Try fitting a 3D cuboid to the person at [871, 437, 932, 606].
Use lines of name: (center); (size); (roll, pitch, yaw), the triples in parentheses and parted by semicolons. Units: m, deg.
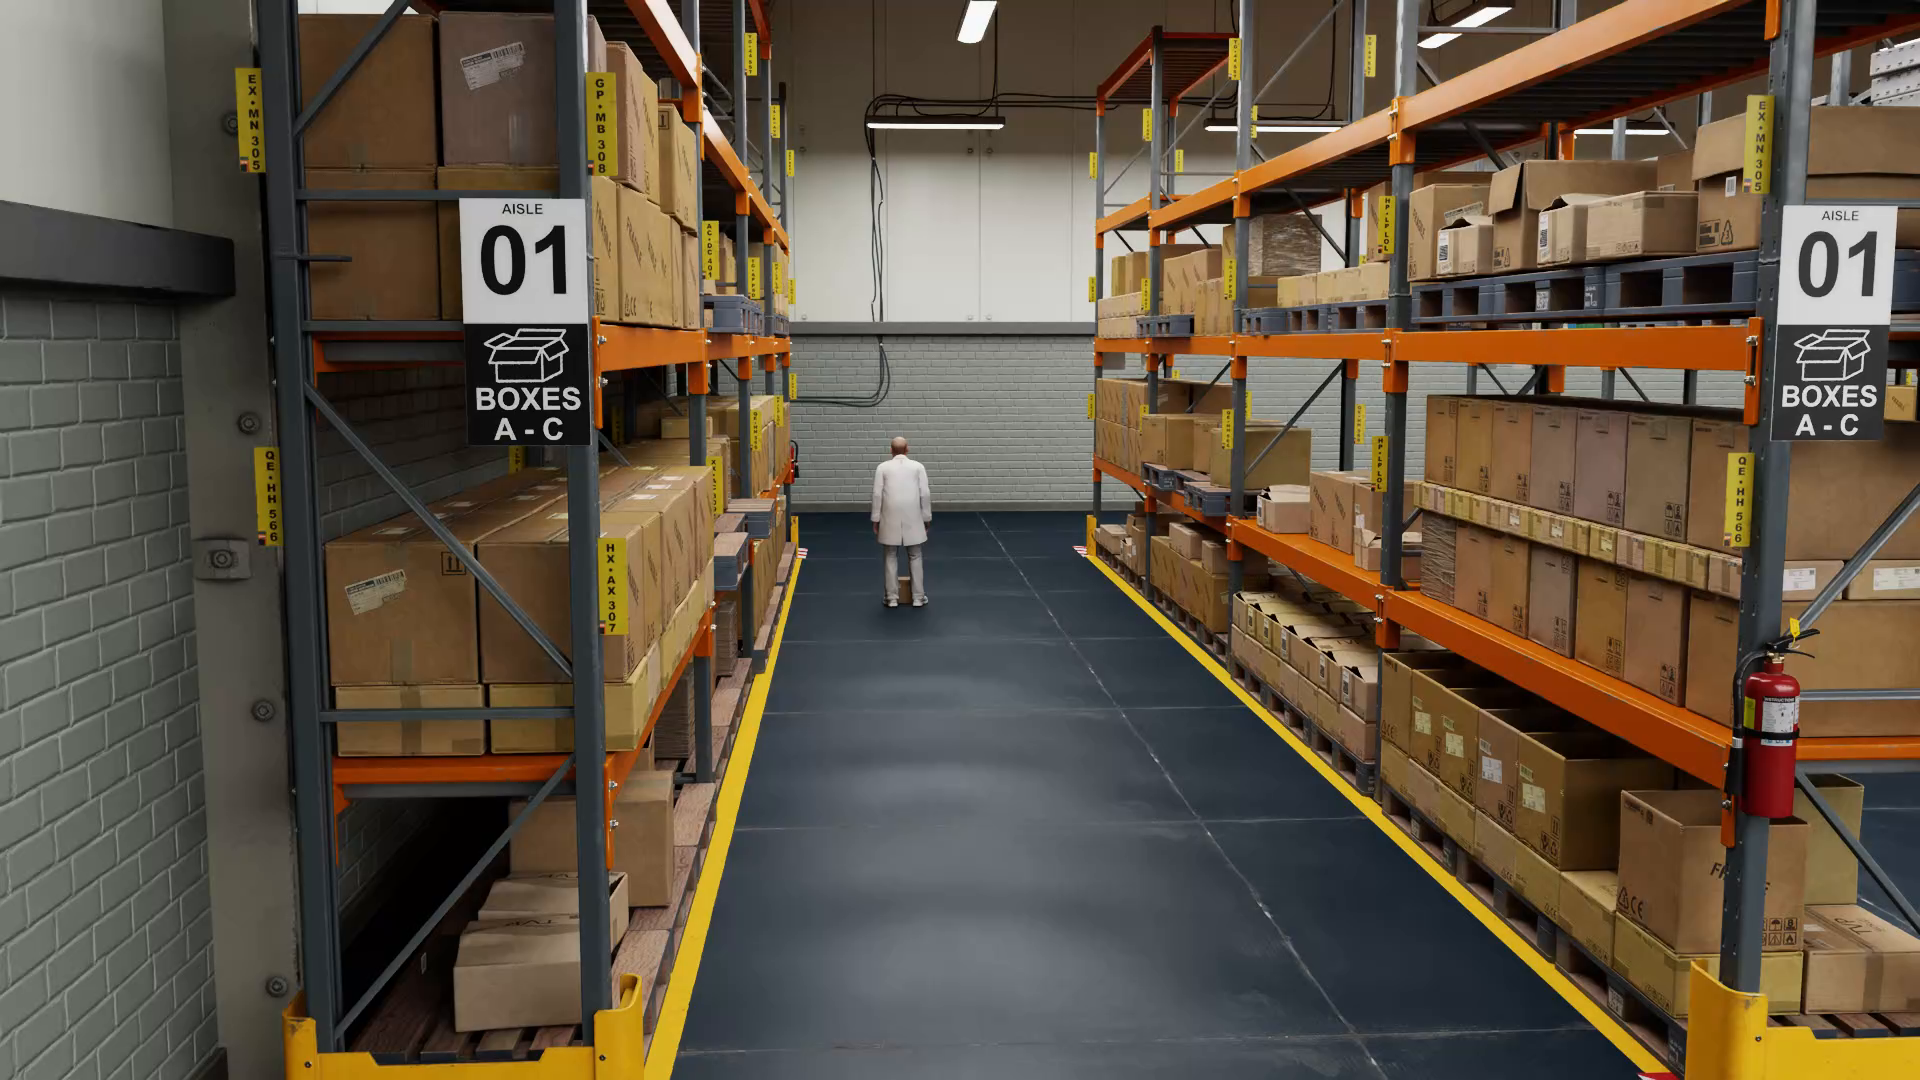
person: (-0.614, -0.195, 17.455); (0.642, 1.774, 0.421); (0, 7, -4)
